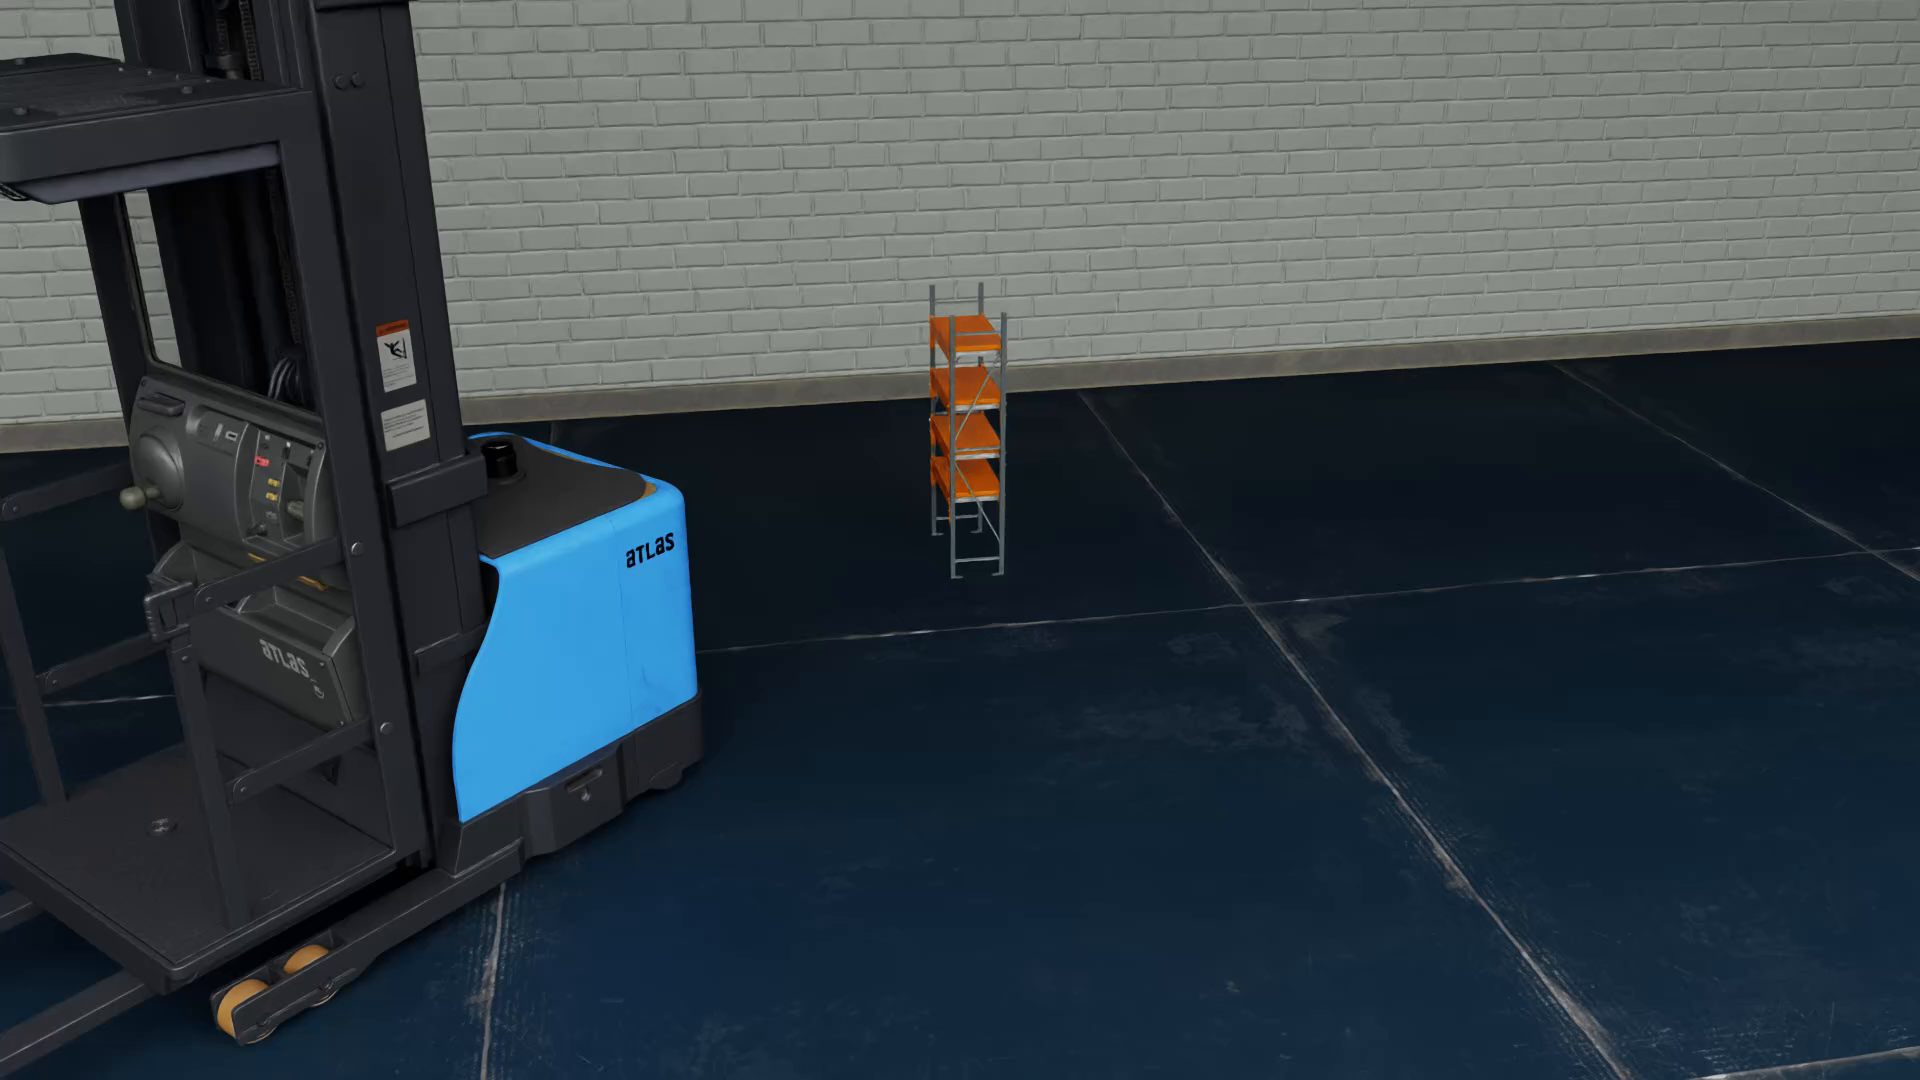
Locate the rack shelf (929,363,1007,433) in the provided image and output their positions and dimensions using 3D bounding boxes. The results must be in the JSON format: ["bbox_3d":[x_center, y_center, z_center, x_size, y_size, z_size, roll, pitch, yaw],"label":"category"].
[{"bbox_3d":[0.031,-0.628,7.298,0.258,0.148,0.480,-4,24,-10],"label":"rack shelf"}]

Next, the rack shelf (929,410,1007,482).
[{"bbox_3d":[0.031,-0.423,7.388,0.258,0.148,0.480,-4,24,-10],"label":"rack shelf"}]

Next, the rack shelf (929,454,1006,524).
[{"bbox_3d":[0.031,-0.241,7.467,0.258,0.148,0.480,-4,24,-10],"label":"rack shelf"}]

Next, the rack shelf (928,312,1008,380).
[{"bbox_3d":[0.031,-0.845,7.203,0.258,0.148,0.480,-4,24,-10],"label":"rack shelf"}]

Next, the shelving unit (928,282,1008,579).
[{"bbox_3d":[0.031,-0.485,7.361,0.258,1.200,0.503,-4,24,-10],"label":"shelving unit"}]

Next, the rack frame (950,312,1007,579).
[{"bbox_3d":[0.076,-0.389,7.141,0.240,1.200,0.015,-4,24,-10],"label":"rack frame"}]

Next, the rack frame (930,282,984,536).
[{"bbox_3d":[-0.015,-0.581,7.581,0.240,1.200,0.015,-4,24,-10],"label":"rack frame"}]

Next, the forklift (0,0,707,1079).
[{"bbox_3d":[-2.181,-0.182,4.504,1.130,2.935,3.031,17,29,33],"label":"forklift"}]
